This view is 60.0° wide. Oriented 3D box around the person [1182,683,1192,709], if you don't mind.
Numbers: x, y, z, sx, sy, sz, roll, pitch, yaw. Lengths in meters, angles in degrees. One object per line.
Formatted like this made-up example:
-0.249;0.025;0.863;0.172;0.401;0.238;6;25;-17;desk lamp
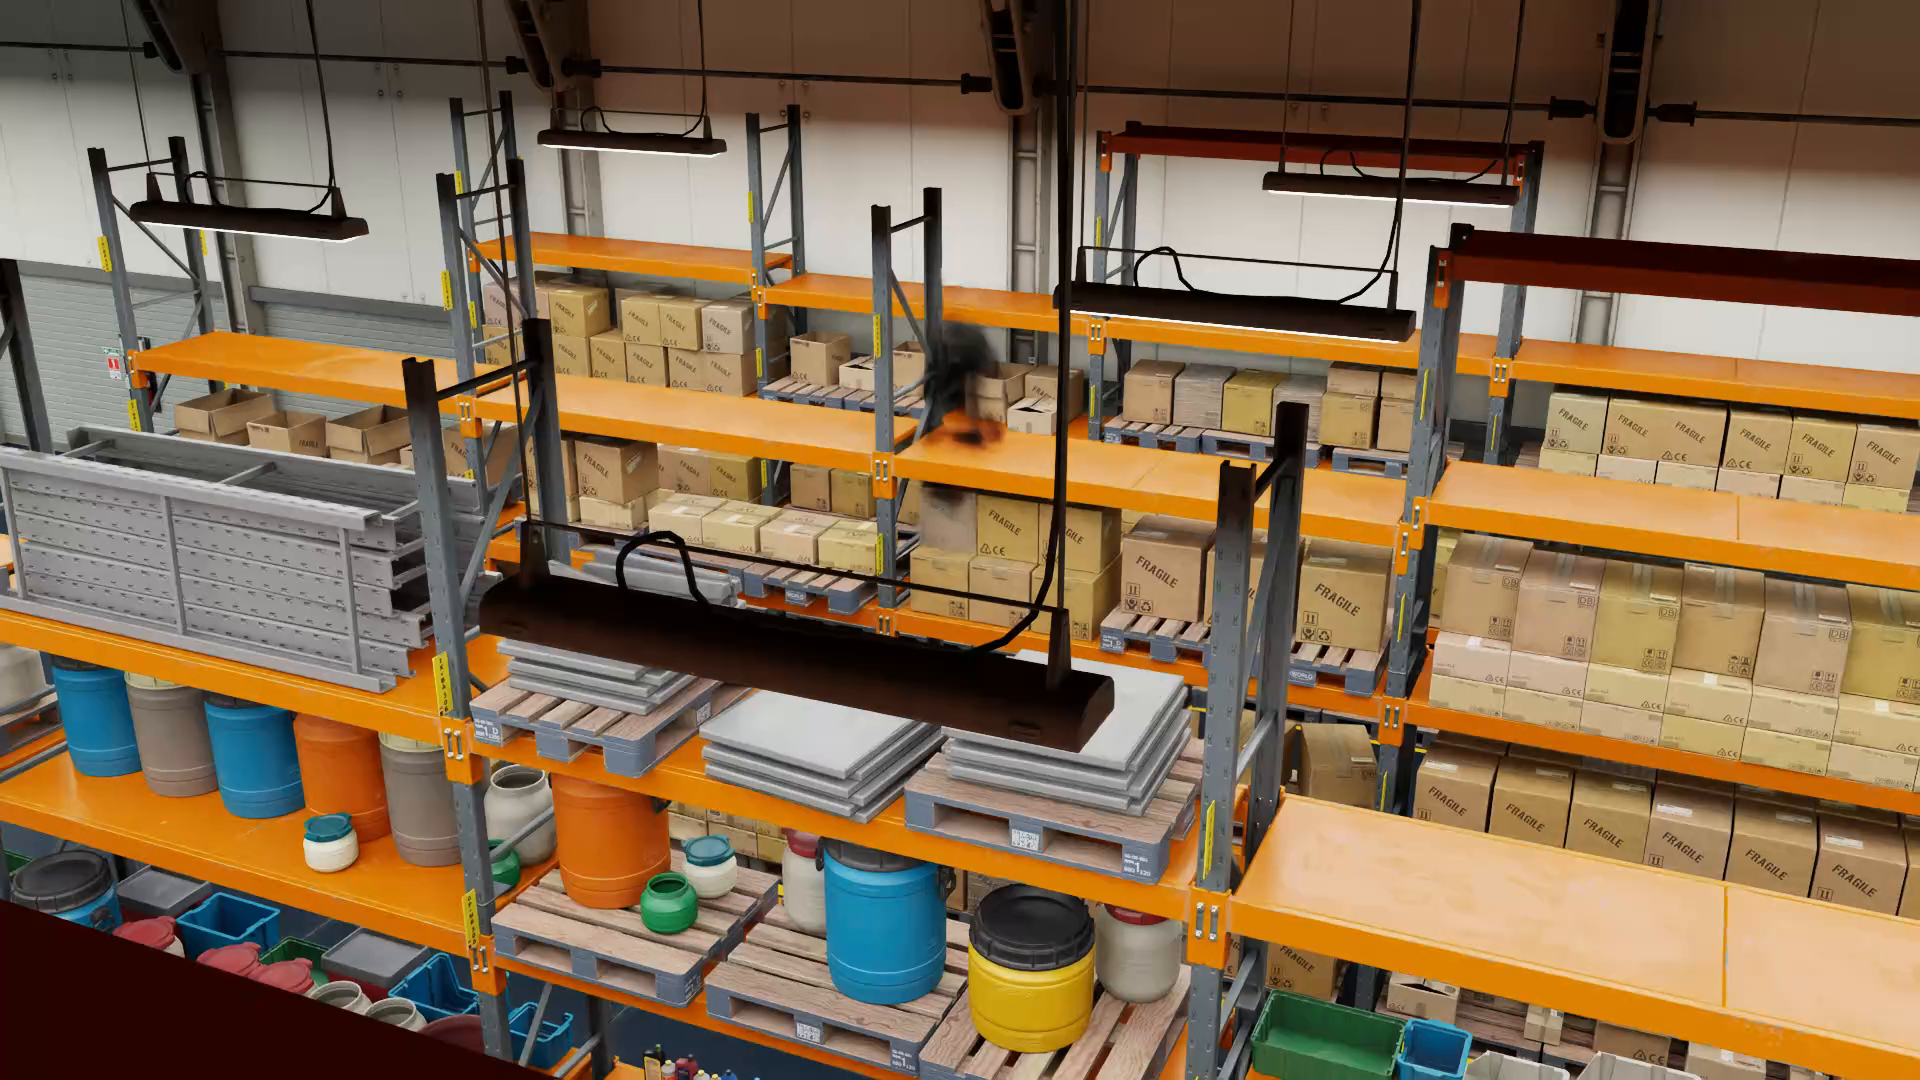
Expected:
1.973;1.843;15.345;0.718;1.763;0.711;12;23;28;person
